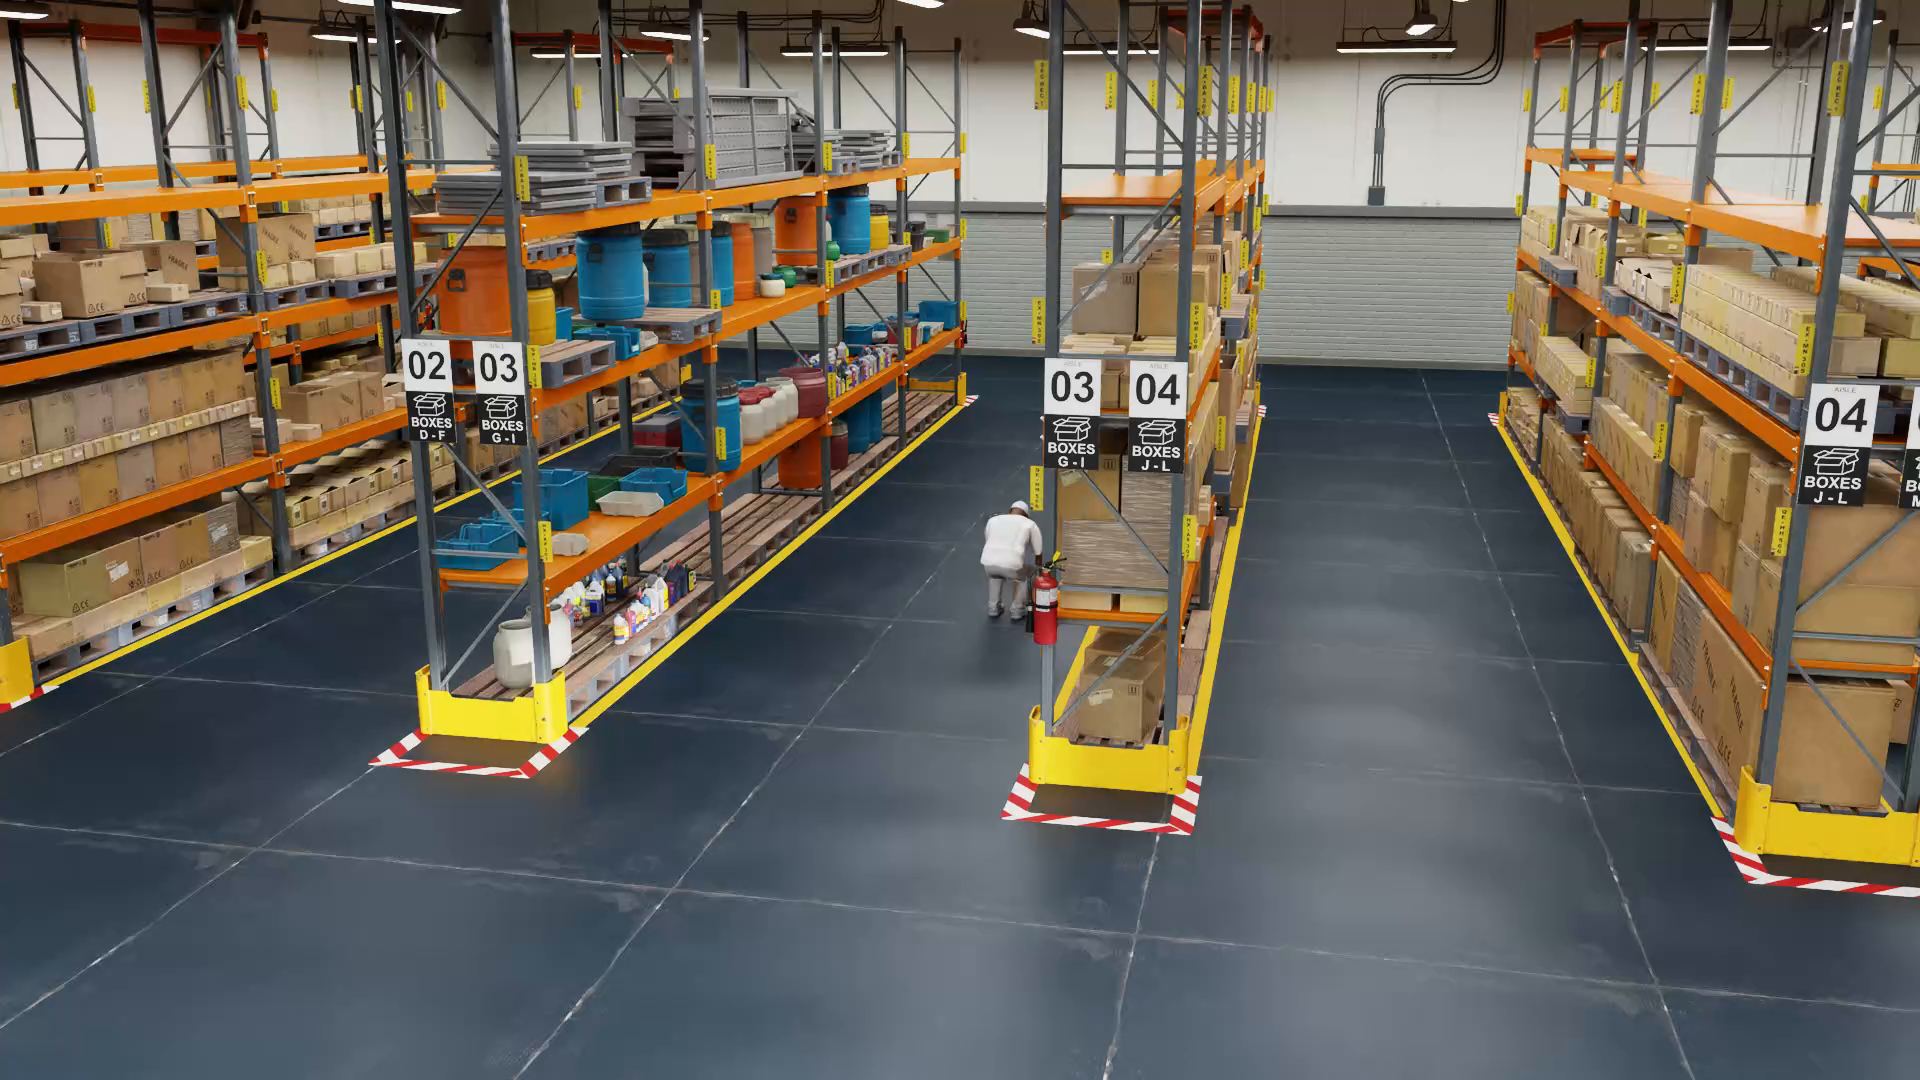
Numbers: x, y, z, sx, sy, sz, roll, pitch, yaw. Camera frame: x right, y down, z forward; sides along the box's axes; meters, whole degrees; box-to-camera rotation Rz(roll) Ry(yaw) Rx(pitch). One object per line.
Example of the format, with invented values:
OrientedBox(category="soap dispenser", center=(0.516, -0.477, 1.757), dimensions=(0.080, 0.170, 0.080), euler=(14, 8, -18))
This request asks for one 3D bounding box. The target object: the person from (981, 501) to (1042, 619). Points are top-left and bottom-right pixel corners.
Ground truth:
OrientedBox(category="person", center=(0.486, 0.198, 16.611), dimensions=(0.596, 1.062, 0.882), euler=(7, 16, 24))
